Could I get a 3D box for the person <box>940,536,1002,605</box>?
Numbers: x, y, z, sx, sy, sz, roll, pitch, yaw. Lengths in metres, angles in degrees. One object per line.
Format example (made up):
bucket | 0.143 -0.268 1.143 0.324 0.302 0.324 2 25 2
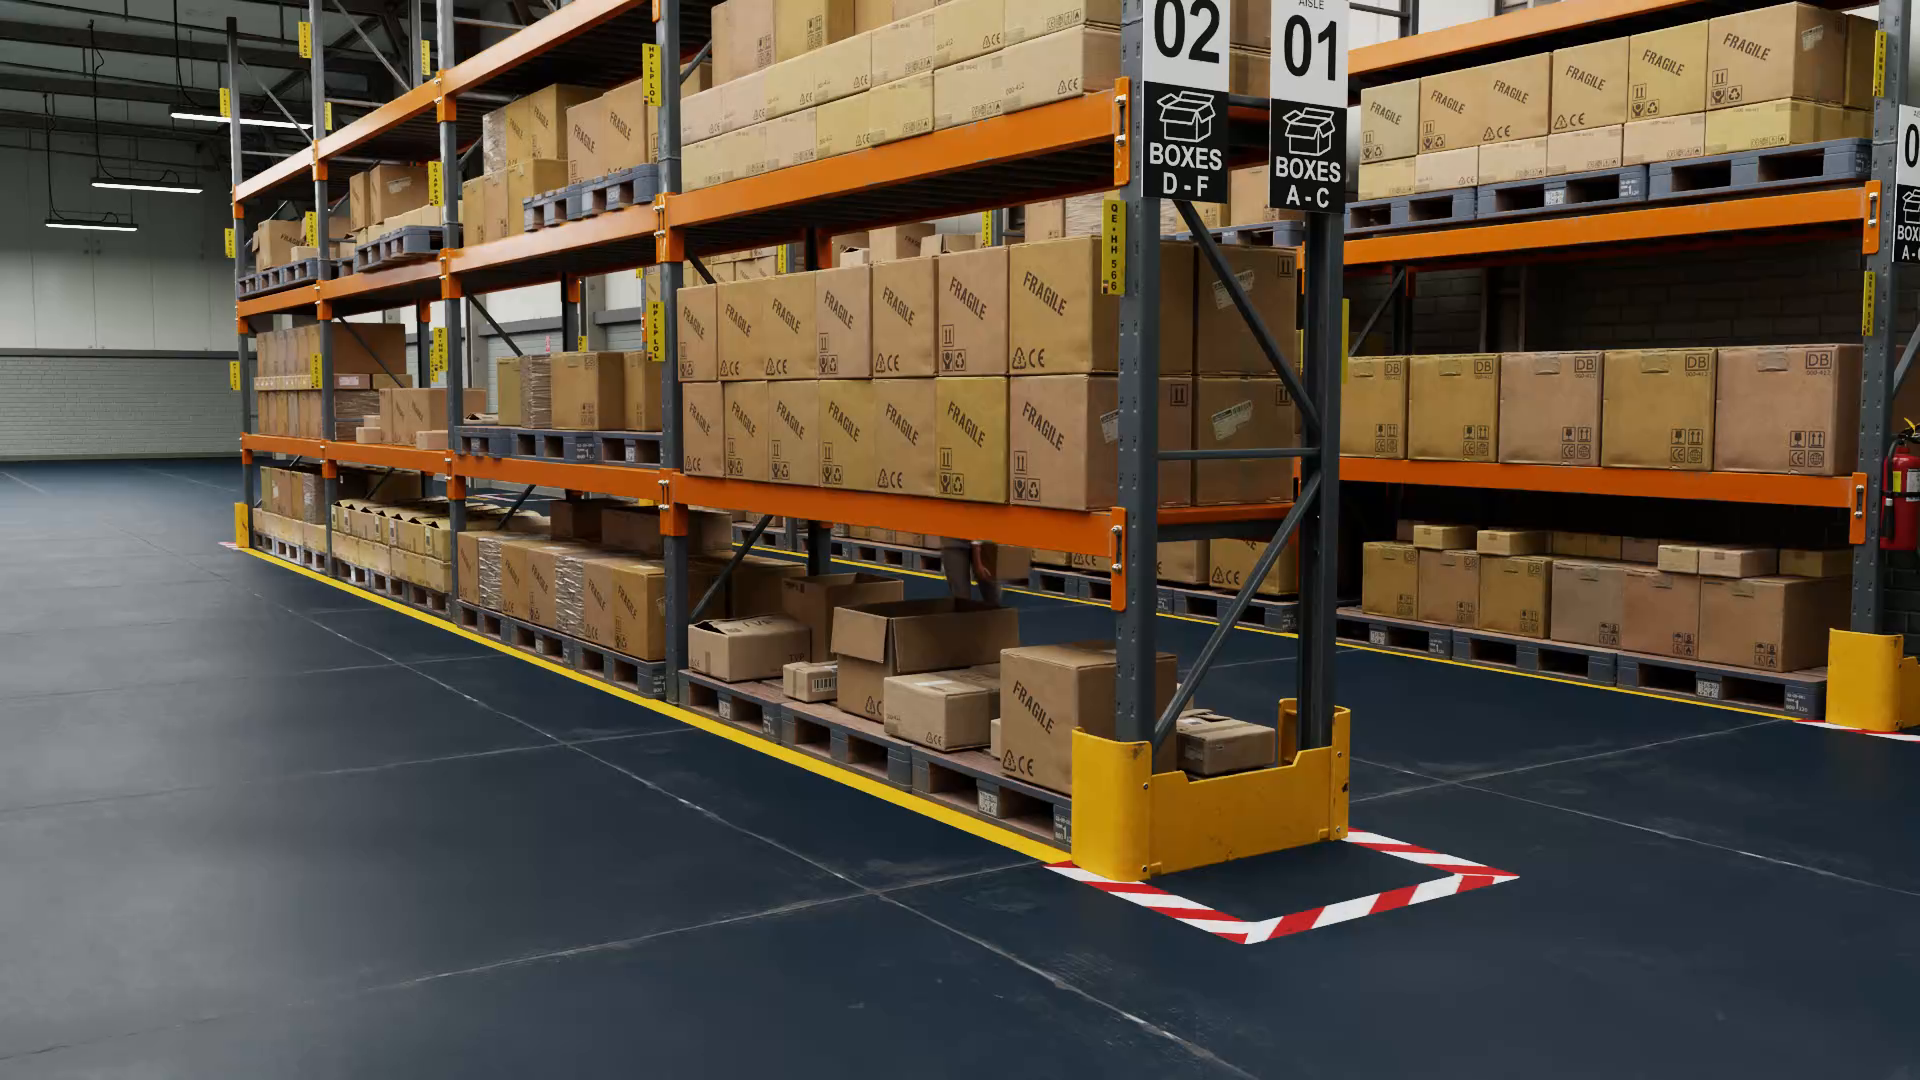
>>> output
person | 0.143 0.126 10.256 0.378 1.443 0.647 -3 6 -35
